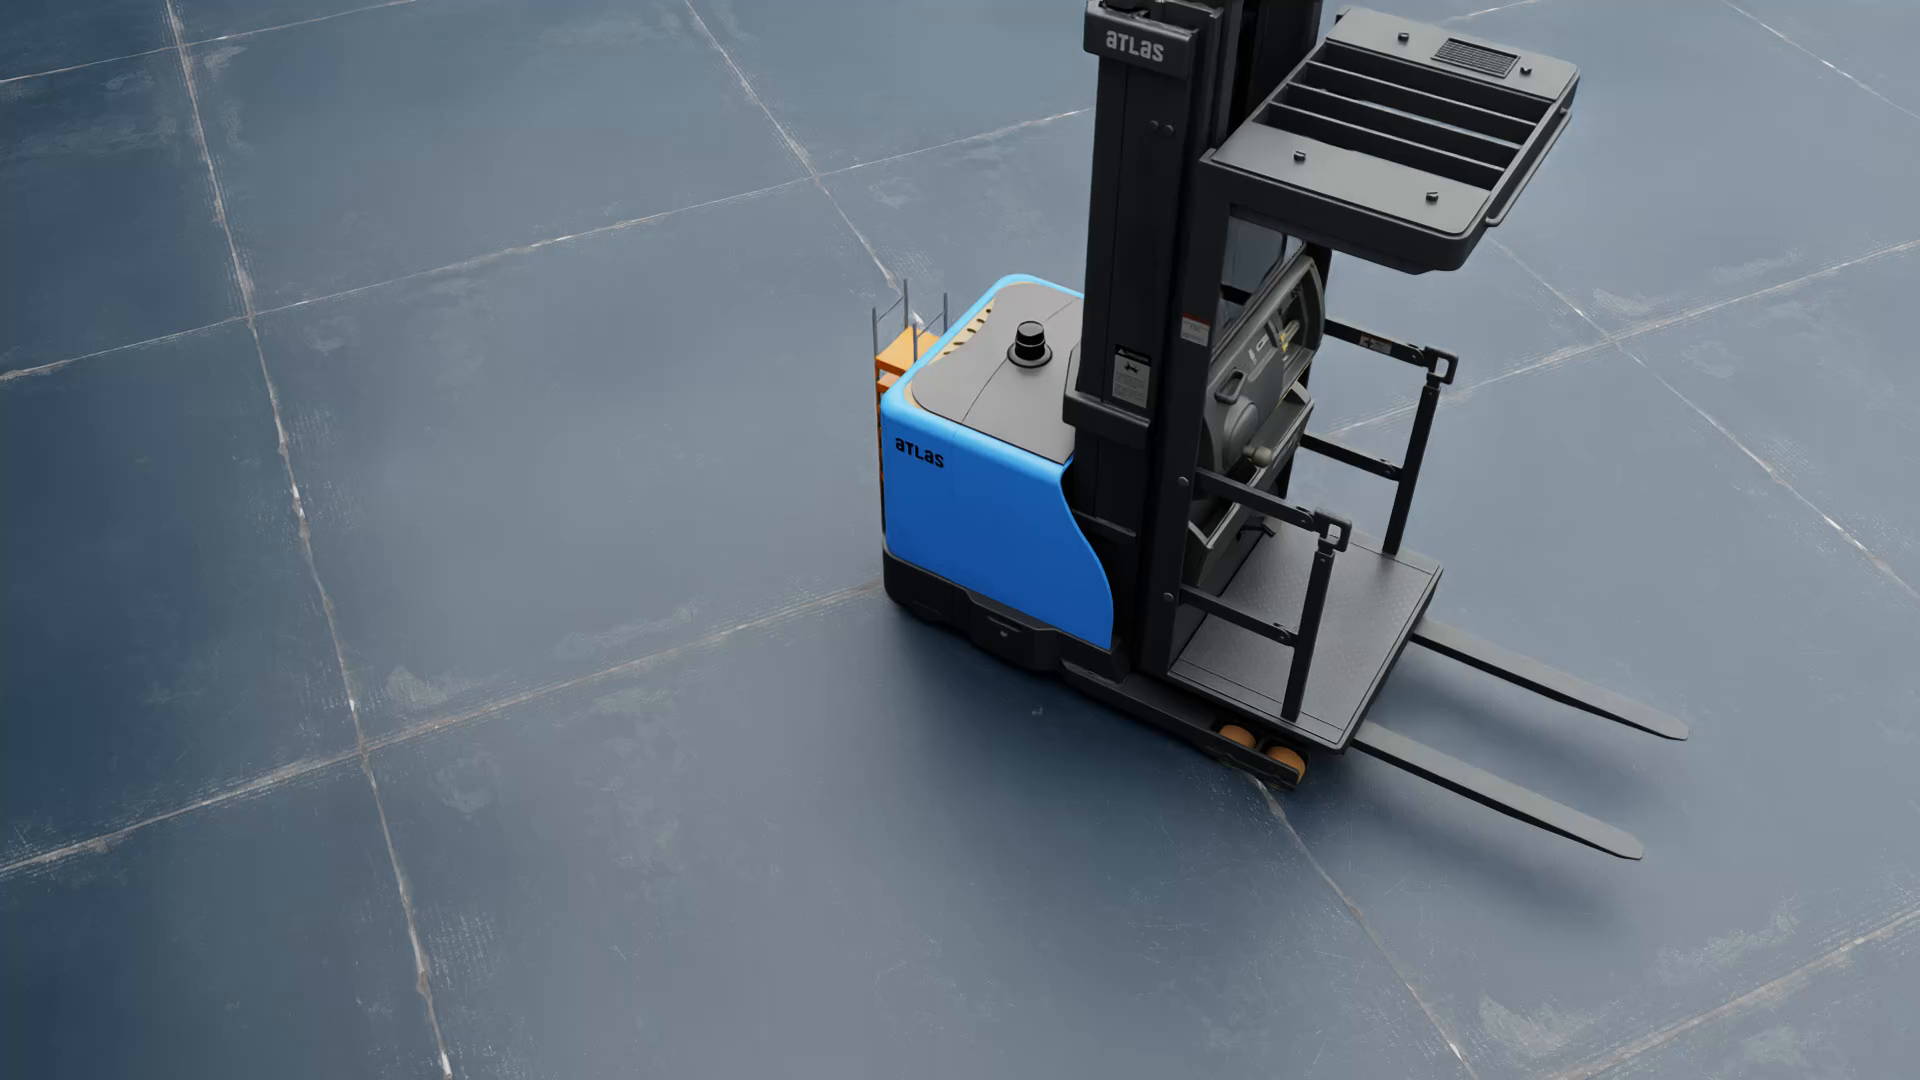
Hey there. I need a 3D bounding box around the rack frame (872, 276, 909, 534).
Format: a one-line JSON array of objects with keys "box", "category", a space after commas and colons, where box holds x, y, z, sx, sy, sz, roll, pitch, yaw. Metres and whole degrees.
[{"box": [-0.269, -0.524, 6.795, 0.006, 1.200, 0.240, 23, 49, 22], "category": "rack frame"}]

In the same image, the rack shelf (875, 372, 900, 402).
[{"box": [-0.191, -0.629, 6.624, 0.180, 0.103, 0.258, 23, 49, 22], "category": "rack shelf"}]

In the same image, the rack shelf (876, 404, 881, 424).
[{"box": [-0.191, -0.544, 6.708, 0.180, 0.103, 0.258, 23, 49, 22], "category": "rack shelf"}]

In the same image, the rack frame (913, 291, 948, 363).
[{"box": [-0.113, -0.456, 6.727, 0.006, 1.200, 0.240, 23, 49, 22], "category": "rack frame"}]

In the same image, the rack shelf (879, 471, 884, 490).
[{"box": [-0.191, -0.288, 6.961, 0.180, 0.103, 0.258, 23, 49, 22], "category": "rack shelf"}]

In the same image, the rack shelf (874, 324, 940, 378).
[{"box": [-0.191, -0.715, 6.539, 0.180, 0.103, 0.258, 23, 49, 22], "category": "rack shelf"}]

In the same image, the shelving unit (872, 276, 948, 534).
[{"box": [-0.191, -0.490, 6.761, 0.189, 1.200, 0.258, 23, 49, 22], "category": "shelving unit"}]

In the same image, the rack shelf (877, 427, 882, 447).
[{"box": [-0.191, -0.458, 6.792, 0.180, 0.103, 0.258, 23, 49, 22], "category": "rack shelf"}]

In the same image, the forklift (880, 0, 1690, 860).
[{"box": [1.213, -0.545, 5.584, 3.031, 2.935, 1.130, 23, 49, 22], "category": "forklift"}]

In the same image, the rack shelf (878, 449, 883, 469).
[{"box": [-0.191, -0.373, 6.877, 0.180, 0.103, 0.258, 23, 49, 22], "category": "rack shelf"}]
